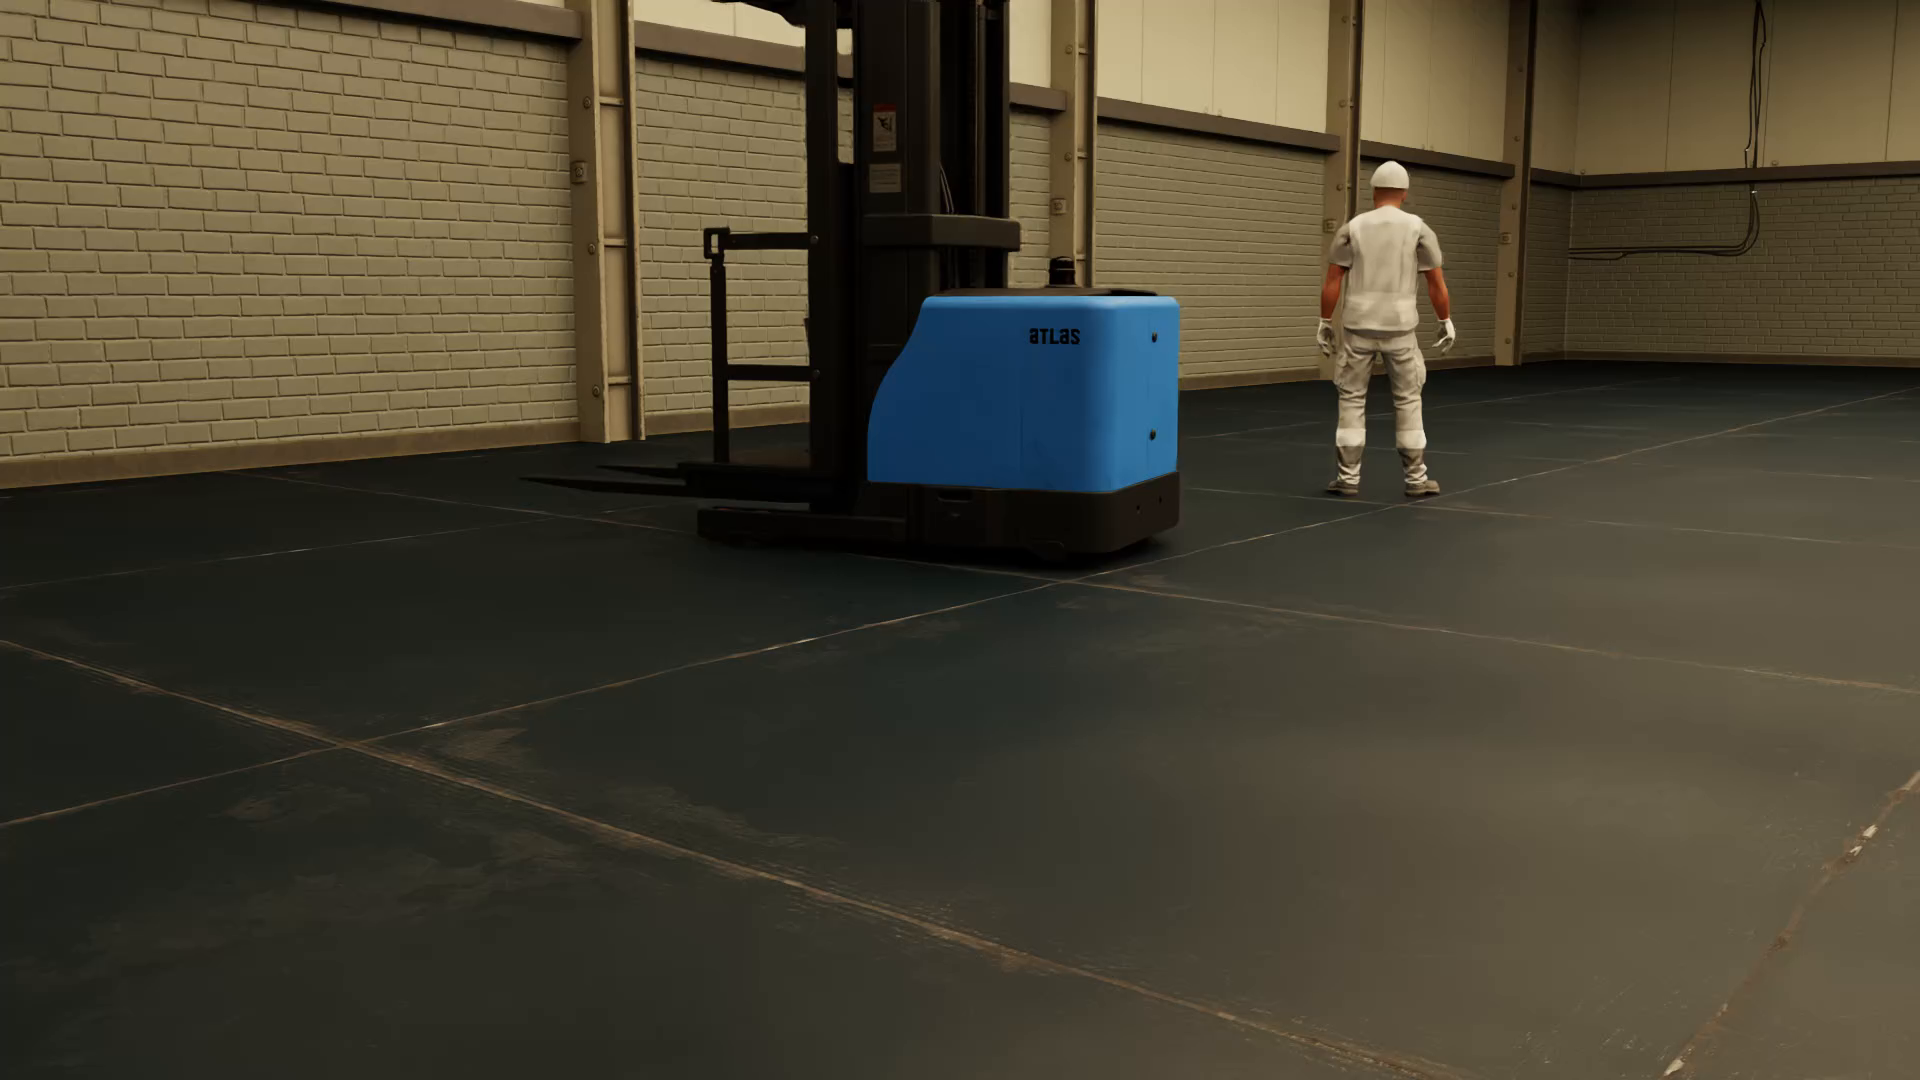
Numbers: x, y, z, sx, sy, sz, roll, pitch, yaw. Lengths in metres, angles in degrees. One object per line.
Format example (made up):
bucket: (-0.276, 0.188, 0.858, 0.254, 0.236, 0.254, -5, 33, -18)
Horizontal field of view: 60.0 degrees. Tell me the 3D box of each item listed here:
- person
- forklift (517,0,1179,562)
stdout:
person: (2.304, -1.133, 8.997, 0.722, 1.791, 0.462, 2, 9, 16)
forklift: (-0.590, -1.480, 7.399, 3.031, 2.935, 1.130, 4, 9, 24)
